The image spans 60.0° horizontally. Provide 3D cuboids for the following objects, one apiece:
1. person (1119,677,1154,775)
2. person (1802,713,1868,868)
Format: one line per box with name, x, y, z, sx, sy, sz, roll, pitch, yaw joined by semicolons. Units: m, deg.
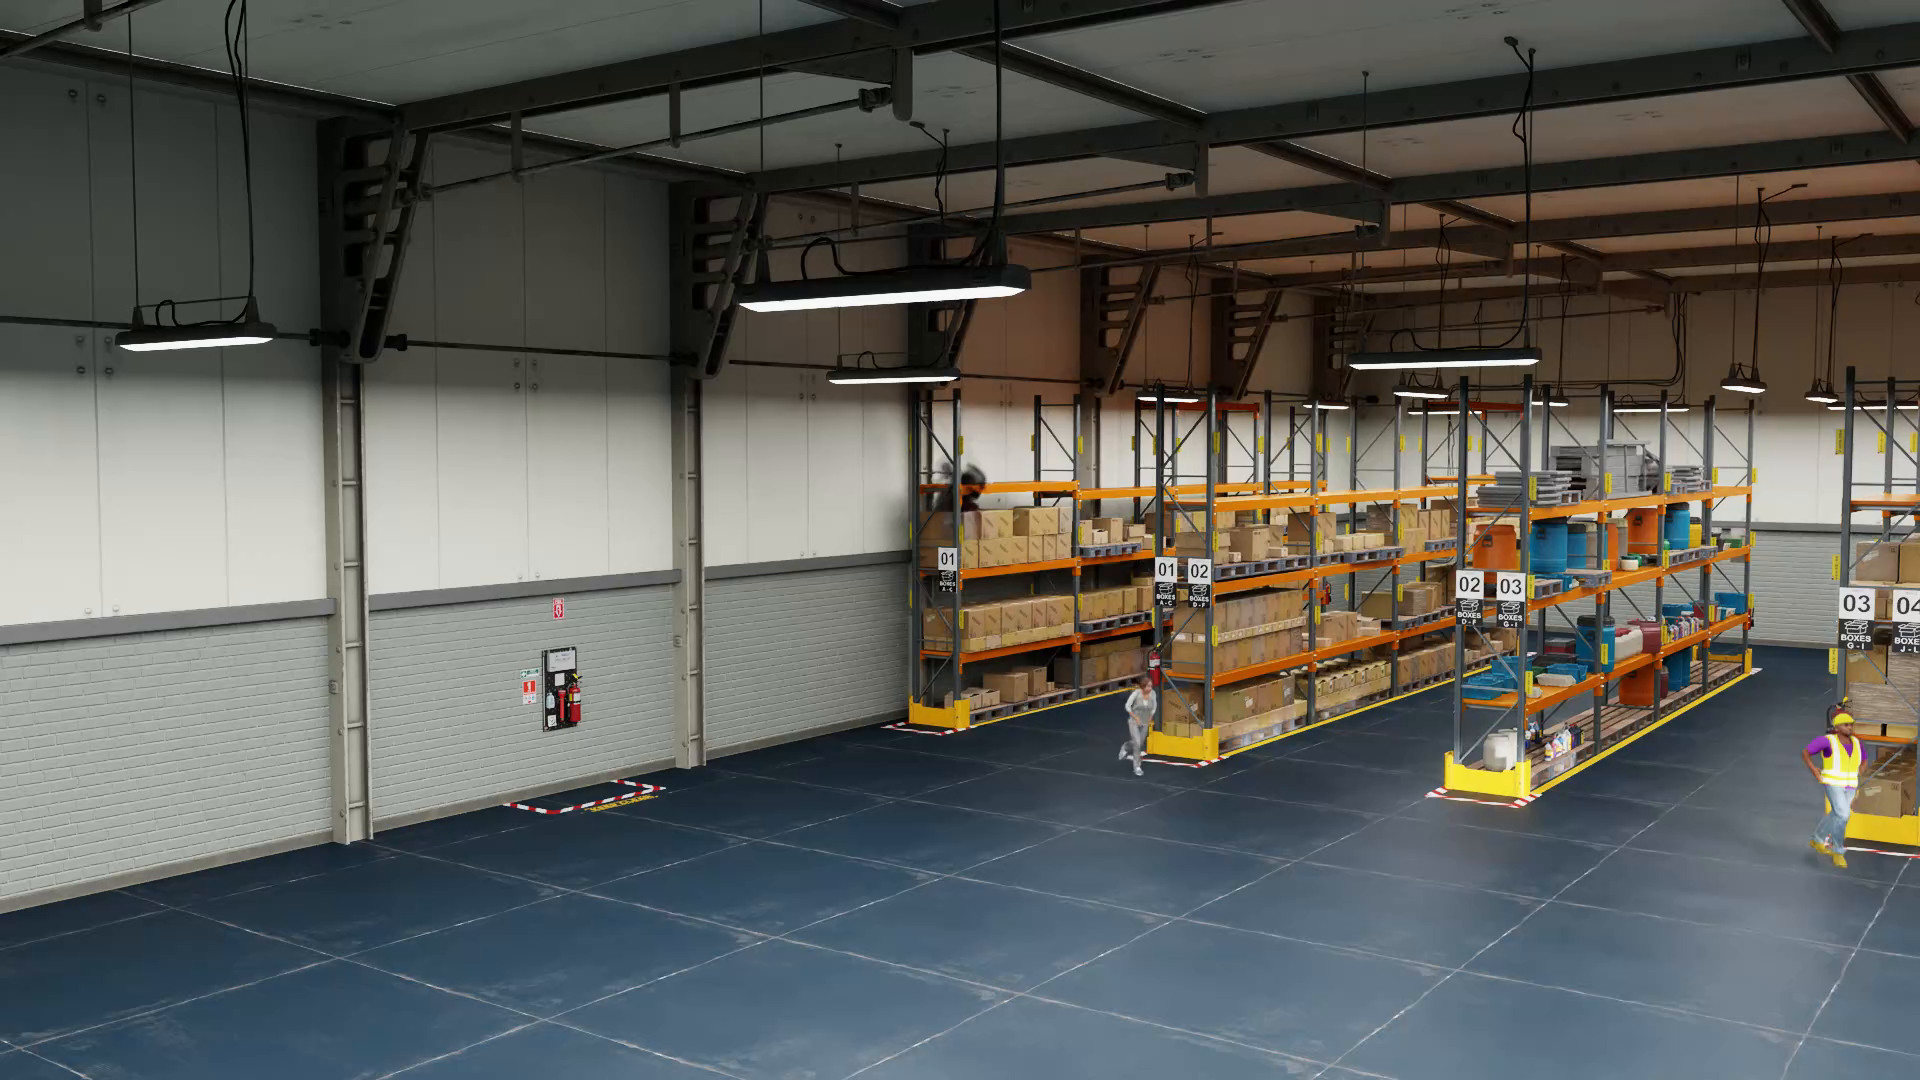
person;2.019;2.621;28.869;1.201;1.505;7.700;-1;3;-18
person;10.576;2.994;20.010;0.732;1.844;0.678;-1;3;-11
